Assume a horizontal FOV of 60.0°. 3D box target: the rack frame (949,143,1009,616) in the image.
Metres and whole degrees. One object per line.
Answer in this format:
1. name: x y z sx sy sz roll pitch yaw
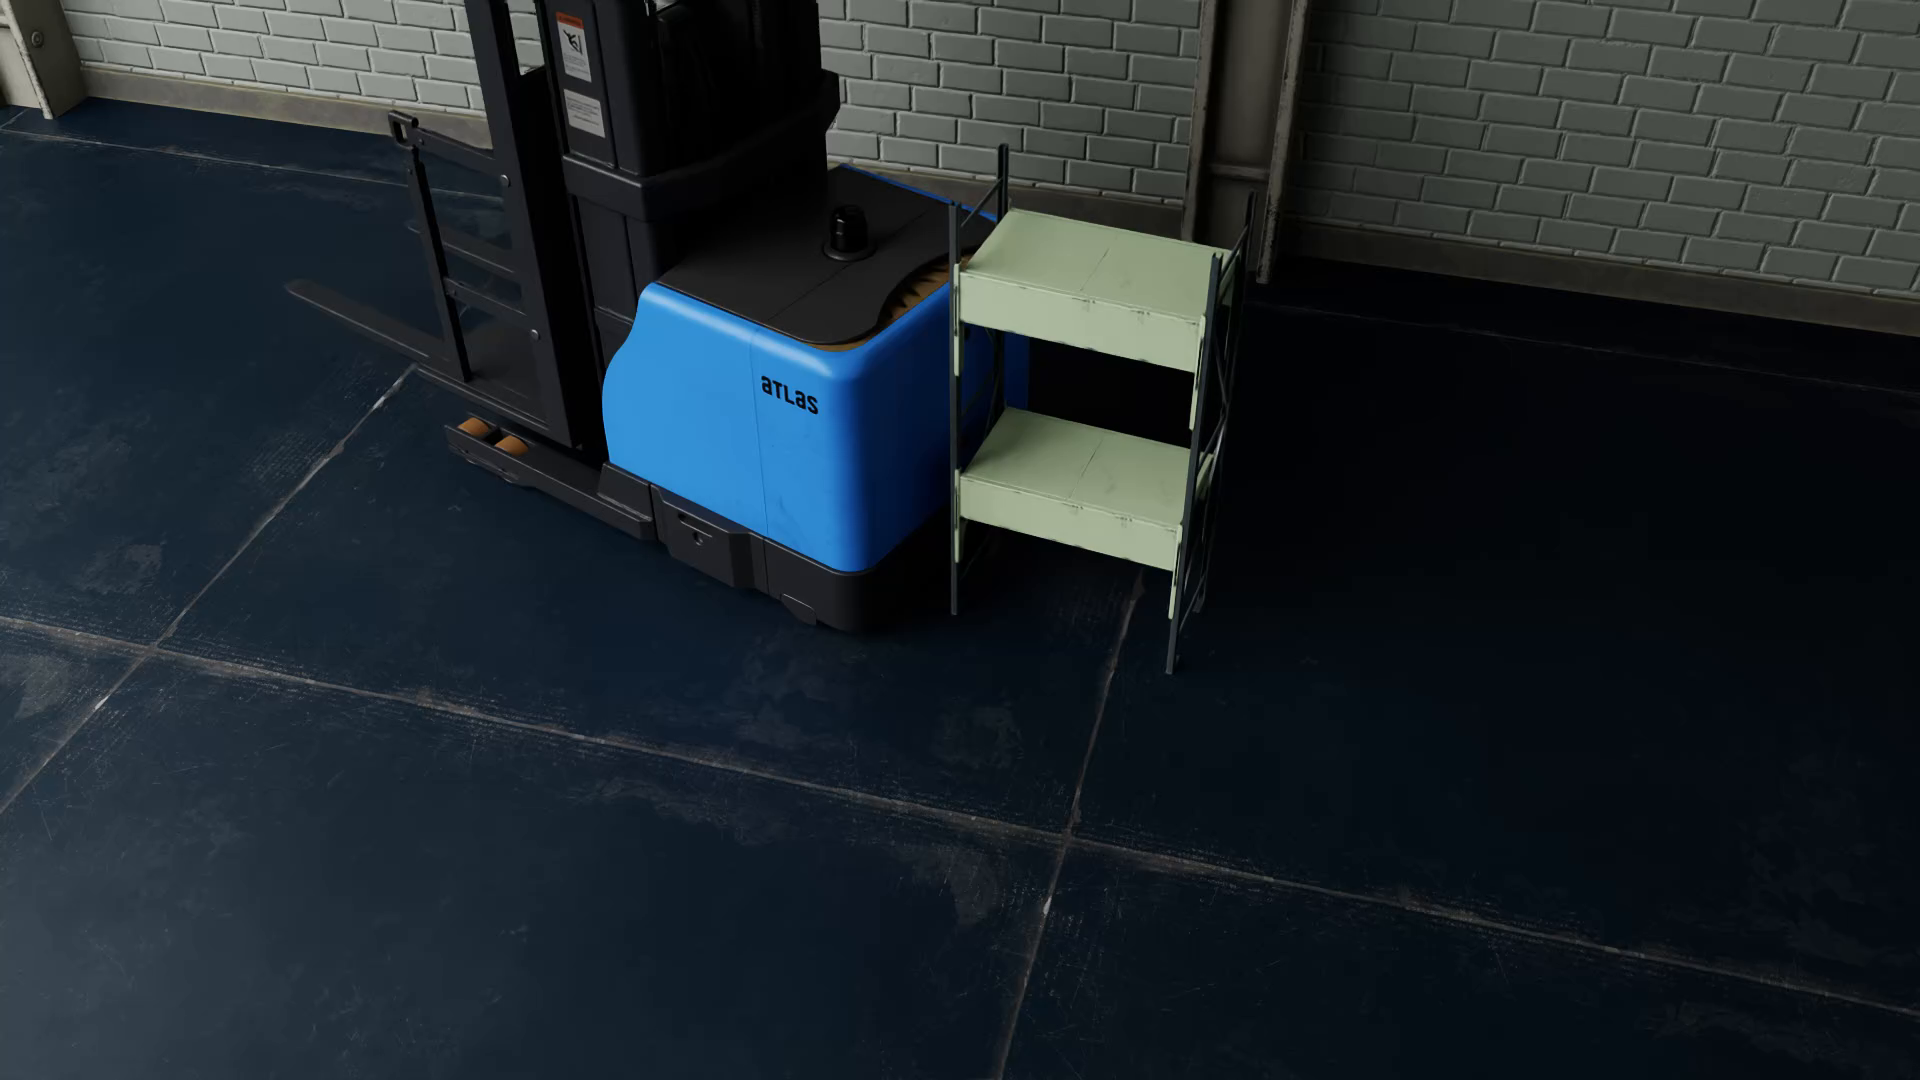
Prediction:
1. rack frame: 0.055 -0.446 5.114 0.023 1.500 0.400 15 42 17

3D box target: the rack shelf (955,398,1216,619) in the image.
1. rack shelf: 0.394 -0.107 5.219 0.720 0.370 0.431 15 42 17

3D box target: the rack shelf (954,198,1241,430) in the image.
1. rack shelf: 0.394 -0.656 4.758 0.720 0.370 0.431 15 42 17

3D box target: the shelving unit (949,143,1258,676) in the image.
1. shelving unit: 0.394 -0.357 5.009 0.755 1.500 0.431 15 42 17

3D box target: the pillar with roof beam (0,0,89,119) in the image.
1. pillar with roof beam: -5.750 -2.981 2.302 0.400 9.000 9.100 10 41 11

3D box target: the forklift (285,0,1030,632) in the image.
1. forklift: -1.253 -1.581 5.354 3.031 2.935 1.130 24 46 26

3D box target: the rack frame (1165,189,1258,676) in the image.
1. rack frame: 0.733 -0.268 4.903 0.023 1.500 0.400 15 42 17

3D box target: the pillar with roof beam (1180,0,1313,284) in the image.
1. pillar with roof beam: 0.046 -1.983 1.114 0.400 9.000 9.100 10 41 11
